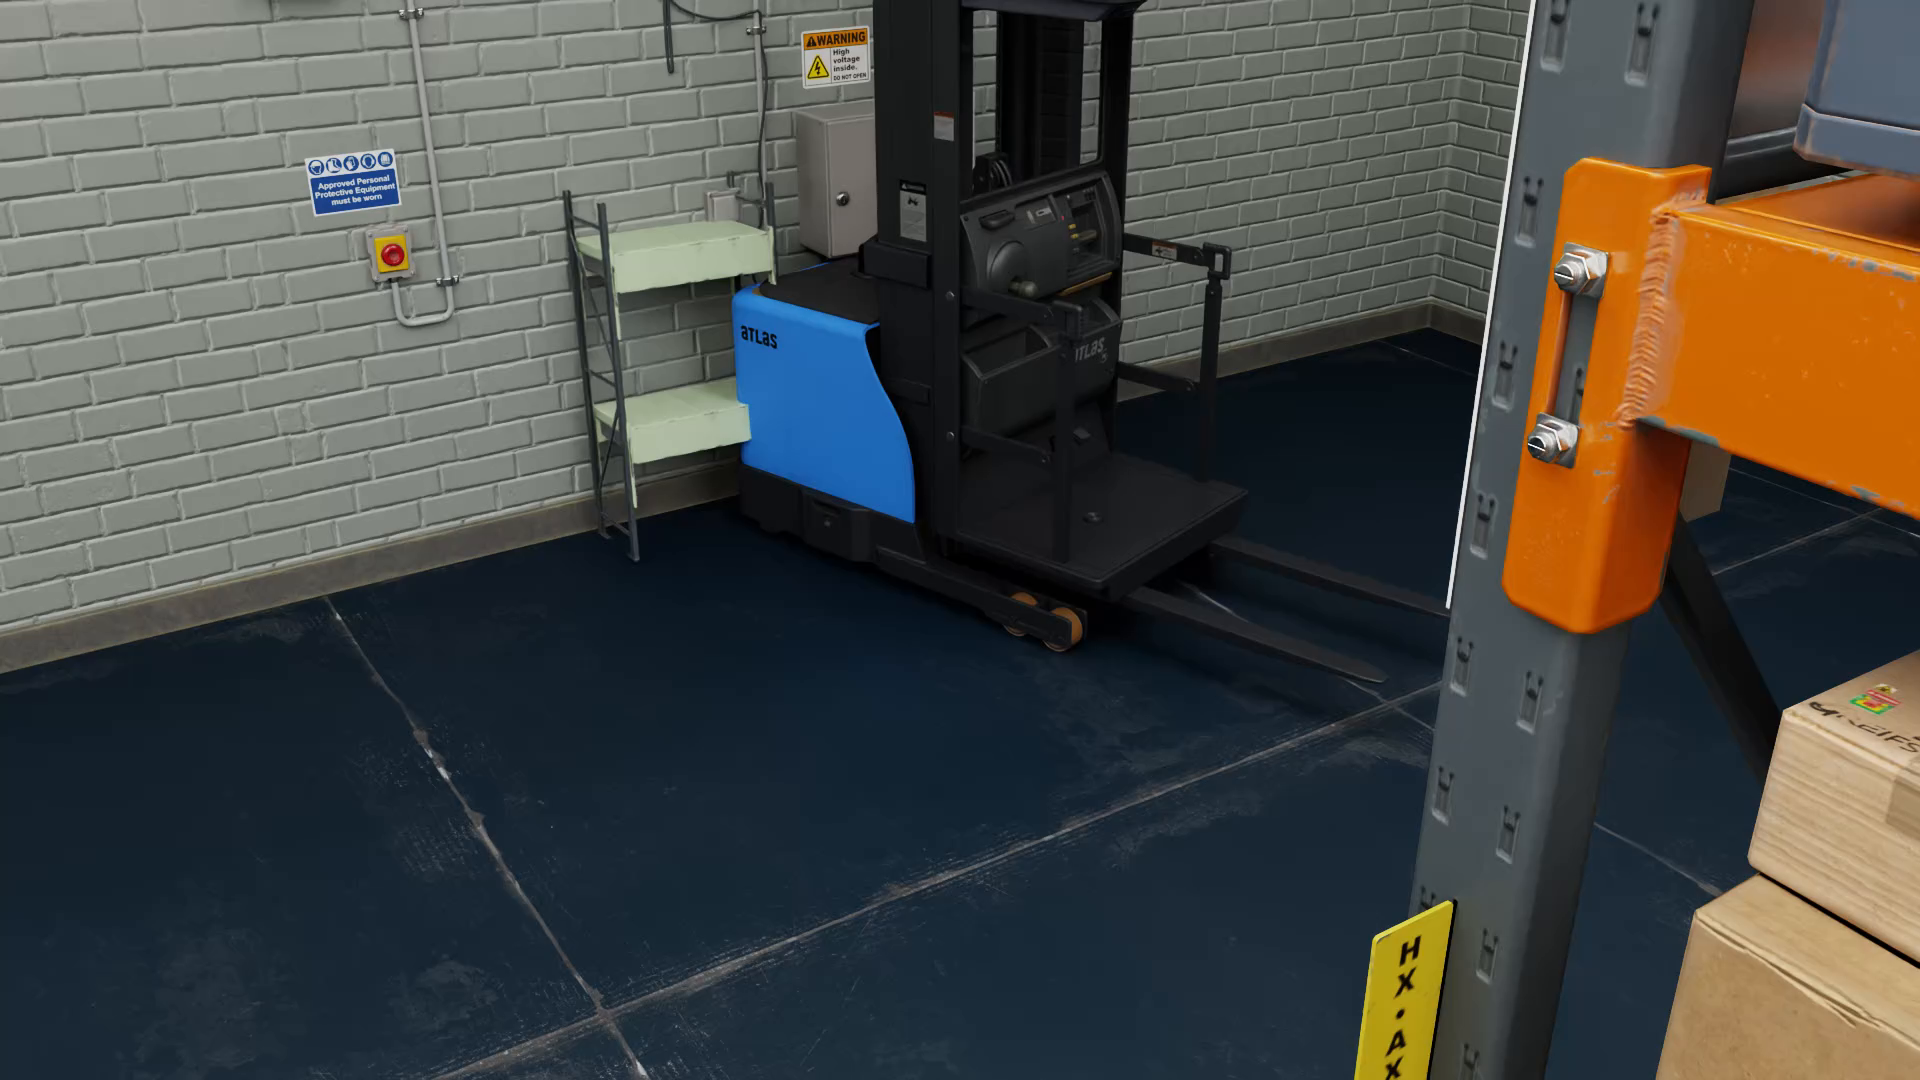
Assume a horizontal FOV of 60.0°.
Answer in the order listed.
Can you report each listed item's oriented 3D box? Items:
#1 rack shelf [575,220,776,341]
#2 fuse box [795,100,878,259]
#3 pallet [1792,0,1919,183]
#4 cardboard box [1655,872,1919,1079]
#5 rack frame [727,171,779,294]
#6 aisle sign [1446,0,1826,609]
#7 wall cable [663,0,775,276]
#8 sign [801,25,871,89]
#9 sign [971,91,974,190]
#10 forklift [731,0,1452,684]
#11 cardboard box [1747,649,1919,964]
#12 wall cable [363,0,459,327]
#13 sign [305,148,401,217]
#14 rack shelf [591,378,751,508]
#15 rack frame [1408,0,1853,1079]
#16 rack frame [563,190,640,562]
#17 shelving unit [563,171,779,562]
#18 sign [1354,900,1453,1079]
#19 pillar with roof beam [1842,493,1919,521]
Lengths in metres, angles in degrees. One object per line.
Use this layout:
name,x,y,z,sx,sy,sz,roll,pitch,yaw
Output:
rack shelf,-1.184,-1.109,6.917,0.720,0.370,0.431,-15,26,-31
fuse box,-0.376,-1.073,7.519,0.539,1.711,0.414,-16,29,-30
pallet,1.296,-0.261,0.878,1.003,0.211,1.213,-16,29,-30
cardboard box,0.906,0.534,1.318,0.500,0.500,0.500,-16,30,-31
rack frame,-0.873,-0.827,7.249,0.023,1.500,0.400,-15,26,-31
aisle sign,0.600,-0.341,1.413,0.394,0.787,0.004,-16,29,-30
wall cable,-1.033,-2.013,6.810,0.588,1.984,0.122,-16,29,-30
sign,-0.535,-2.091,7.197,0.339,0.242,0.001,-16,29,-30
sign,-0.075,-1.802,7.665,0.329,0.494,0.001,-16,29,-30
forklift,0.486,-1.155,6.263,3.031,2.935,1.130,19,31,35
cardboard box,0.844,0.194,1.278,0.380,0.149,0.250,-15,29,-29
wall cable,-2.215,-1.692,6.094,0.585,1.953,0.123,-16,29,-30
sign,-2.289,-1.351,6.282,0.327,0.218,0.001,-16,29,-30
rack shelf,-1.171,-0.444,7.183,0.720,0.370,0.431,-15,26,-31
rack frame,0.885,0.792,2.058,0.949,2.616,0.053,-16,29,-30
rack frame,-1.481,-0.666,6.875,0.023,1.500,0.400,-15,26,-31
shelving unit,-1.177,-0.747,7.062,0.755,1.500,0.431,-15,26,-31
sign,0.414,0.493,1.586,0.100,0.325,0.005,-16,29,-30
pillar with roof beam,0.715,-3.249,3.592,9.100,9.000,0.400,-16,29,-30
